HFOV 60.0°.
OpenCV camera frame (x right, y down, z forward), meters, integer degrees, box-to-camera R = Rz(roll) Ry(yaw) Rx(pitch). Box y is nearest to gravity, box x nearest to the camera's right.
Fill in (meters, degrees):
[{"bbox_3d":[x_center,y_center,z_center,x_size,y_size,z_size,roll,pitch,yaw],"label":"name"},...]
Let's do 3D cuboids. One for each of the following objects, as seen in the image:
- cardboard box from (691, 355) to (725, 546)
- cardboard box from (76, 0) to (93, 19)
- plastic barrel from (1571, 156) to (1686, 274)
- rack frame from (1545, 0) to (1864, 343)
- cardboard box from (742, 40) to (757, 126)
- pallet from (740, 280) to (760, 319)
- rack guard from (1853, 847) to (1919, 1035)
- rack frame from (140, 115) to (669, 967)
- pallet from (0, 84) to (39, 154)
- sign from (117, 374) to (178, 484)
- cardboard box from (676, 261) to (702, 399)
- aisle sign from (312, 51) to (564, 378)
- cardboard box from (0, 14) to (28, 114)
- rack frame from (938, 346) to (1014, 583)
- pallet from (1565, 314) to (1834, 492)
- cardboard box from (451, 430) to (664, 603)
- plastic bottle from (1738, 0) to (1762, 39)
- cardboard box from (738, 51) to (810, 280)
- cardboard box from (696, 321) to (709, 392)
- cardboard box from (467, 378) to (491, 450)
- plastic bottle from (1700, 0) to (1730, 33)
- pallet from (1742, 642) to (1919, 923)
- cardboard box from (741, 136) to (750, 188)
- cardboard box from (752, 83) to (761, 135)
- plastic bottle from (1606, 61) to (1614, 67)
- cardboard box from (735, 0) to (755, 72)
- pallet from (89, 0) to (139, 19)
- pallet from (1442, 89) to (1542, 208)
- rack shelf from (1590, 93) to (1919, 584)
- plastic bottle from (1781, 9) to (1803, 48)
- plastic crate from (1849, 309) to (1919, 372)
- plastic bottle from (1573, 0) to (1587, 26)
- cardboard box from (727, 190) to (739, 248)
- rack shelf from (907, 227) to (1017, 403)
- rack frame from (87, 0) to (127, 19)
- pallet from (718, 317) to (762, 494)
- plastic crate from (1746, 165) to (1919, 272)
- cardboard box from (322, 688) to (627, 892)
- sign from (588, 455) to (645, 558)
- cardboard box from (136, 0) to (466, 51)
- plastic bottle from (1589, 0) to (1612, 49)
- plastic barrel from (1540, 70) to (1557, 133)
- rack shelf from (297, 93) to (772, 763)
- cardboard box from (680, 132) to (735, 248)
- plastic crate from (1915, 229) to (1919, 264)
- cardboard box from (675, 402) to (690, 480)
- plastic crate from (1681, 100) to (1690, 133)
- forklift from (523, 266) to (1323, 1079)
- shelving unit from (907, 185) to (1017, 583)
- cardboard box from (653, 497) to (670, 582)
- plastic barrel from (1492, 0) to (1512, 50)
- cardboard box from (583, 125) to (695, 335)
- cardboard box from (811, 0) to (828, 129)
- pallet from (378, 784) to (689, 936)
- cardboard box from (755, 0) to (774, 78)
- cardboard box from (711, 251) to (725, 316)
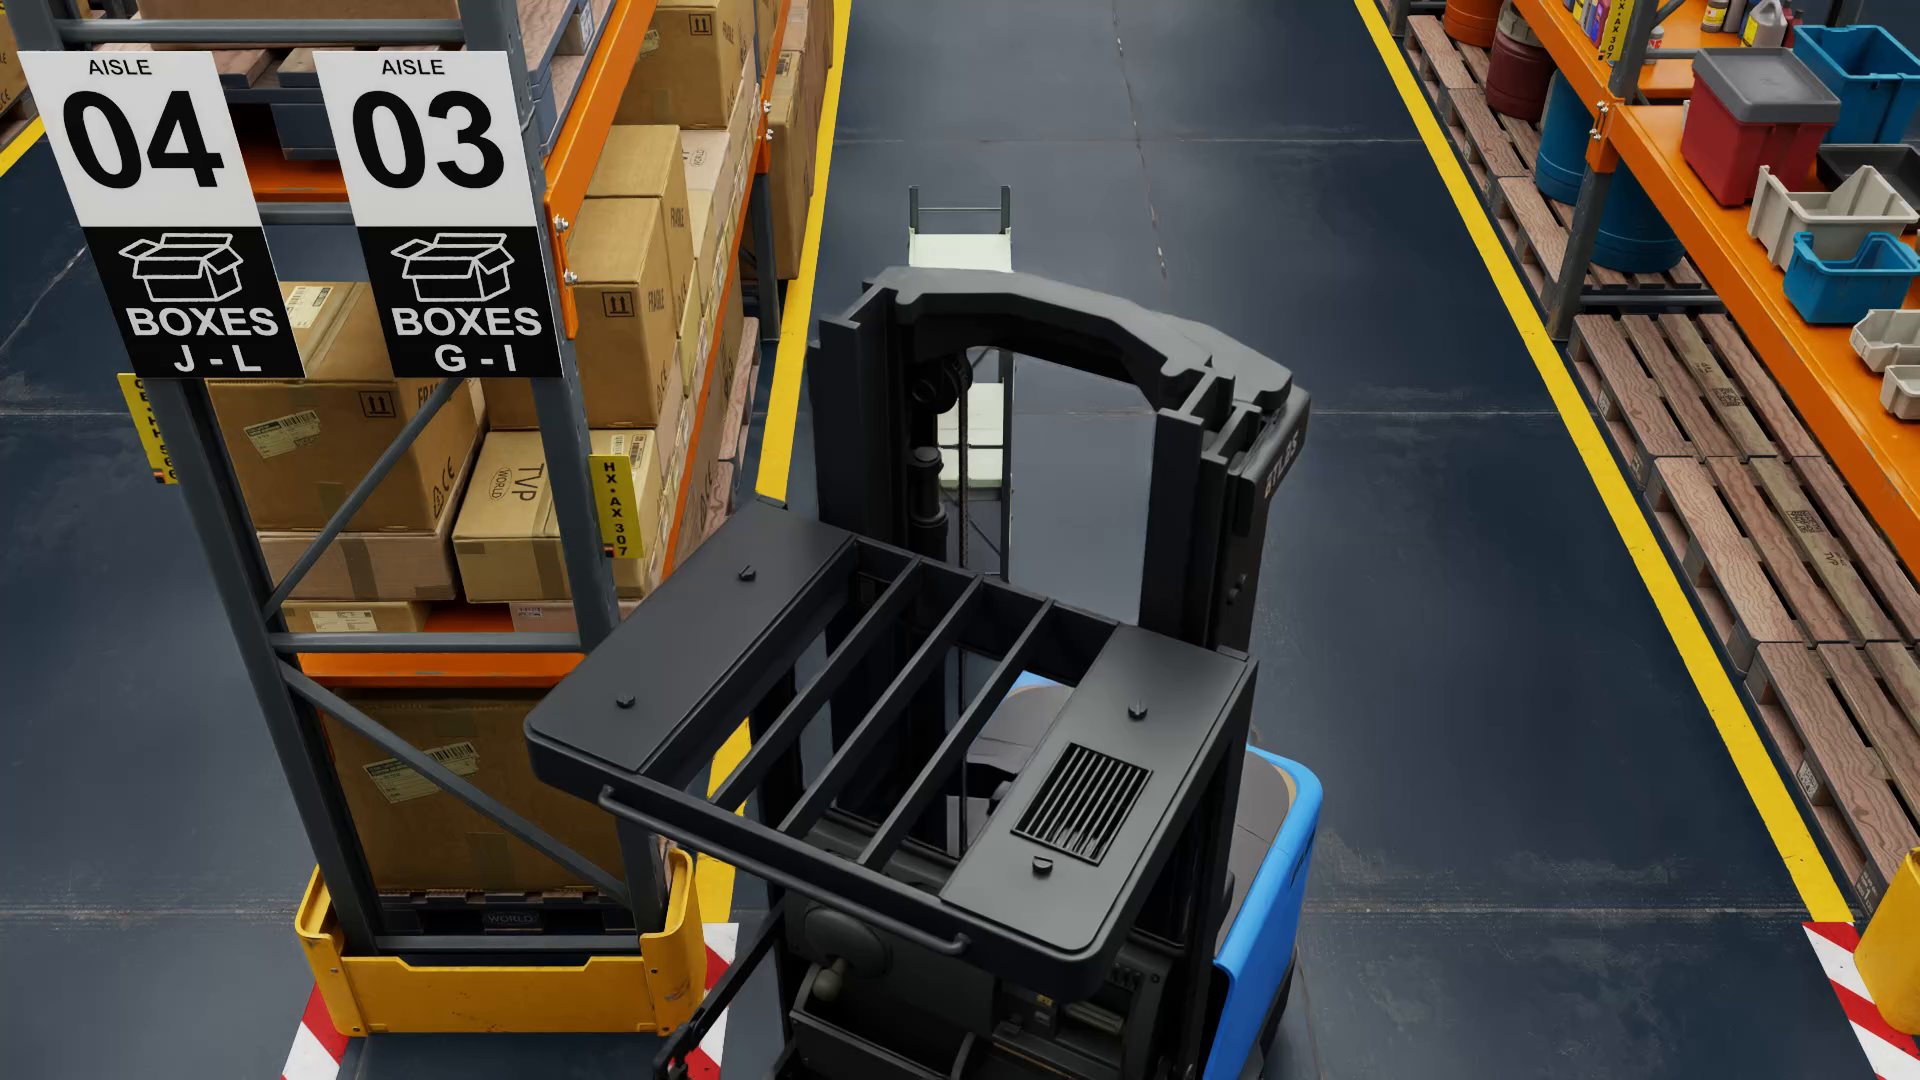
[{"bbox_3d":[-1.503,-0.577,6.935,0.875,0.875,0.875,0,39,0],"label":"cardboard box"},{"bbox_3d":[-6.128,-3.556,10.952,0.500,0.500,0.500,0,39,0],"label":"cardboard box"},{"bbox_3d":[3.544,-1.907,8.573,0.600,0.901,0.708,0,39,0],"label":"plastic barrel"},{"bbox_3d":[3.528,-2.221,7.623,1.000,3.000,0.127,0,39,0],"label":"rack frame"},{"bbox_3d":[-1.162,-1.999,7.228,0.500,0.250,0.500,-1,39,-1],"label":"cardboard box"},{"bbox_3d":[-1.501,-1.612,9.093,1.003,0.211,1.213,0,39,0],"label":"pallet"},{"bbox_3d":[3.545,1.270,5.265,1.175,0.500,0.348,0,39,0],"label":"rack guard"},{"bbox_3d":[-1.421,0.284,4.498,1.000,3.000,0.127,0,39,0],"label":"rack frame"},{"bbox_3d":[-6.392,-2.441,10.127,1.003,0.211,1.213,0,39,0],"label":"pallet"},{"bbox_3d":[-1.963,-0.269,4.072,0.100,0.325,0.005,0,39,0],"label":"sign"},{"bbox_3d":[-1.155,-0.714,5.624,0.500,0.250,0.500,-1,39,-2],"label":"cardboard box"},{"bbox_3d":[-1.120,-0.686,3.629,0.394,0.787,0.004,0,39,0],"label":"aisle sign"},{"bbox_3d":[-6.114,-2.901,10.134,0.500,0.500,0.500,-2,39,-2],"label":"cardboard box"},{"bbox_3d":[0.000,-0.361,6.501,0.400,1.500,0.023,0,39,0],"label":"rack frame"},{"bbox_3d":[3.567,-0.673,7.922,1.003,0.211,1.213,0,39,0],"label":"pallet"},{"bbox_3d":[-1.151,-0.074,4.826,0.500,0.250,0.500,-1,39,-1],"label":"cardboard box"},{"bbox_3d":[3.935,-2.617,8.220,0.097,0.271,0.097,0,39,0],"label":"plastic bottle"},{"bbox_3d":[-1.446,-1.953,8.651,1.225,0.875,0.875,0,39,0],"label":"cardboard box"},{"bbox_3d":[-1.095,-0.645,5.857,0.380,0.149,0.250,0,39,-1],"label":"cardboard box"},{"bbox_3d":[-1.686,-0.394,5.225,0.500,0.250,0.500,-1,39,-1],"label":"cardboard box"},{"bbox_3d":[3.783,-2.651,8.318,0.097,0.201,0.097,0,39,0],"label":"plastic bottle"},{"bbox_3d":[3.570,0.852,6.018,1.003,0.211,1.213,0,39,0],"label":"pallet"},{"bbox_3d":[-1.097,-1.608,7.059,0.380,0.149,0.250,-1,39,-1],"label":"cardboard box"},{"bbox_3d":[-1.097,-1.929,7.460,0.380,0.149,0.250,0,39,0],"label":"cardboard box"},{"bbox_3d":[3.204,-2.419,7.969,0.152,0.276,0.135,0,39,0],"label":"plastic bottle"},{"bbox_3d":[-1.157,-2.281,6.980,0.500,0.500,0.500,1,39,1],"label":"cardboard box"},{"bbox_3d":[-6.315,-4.184,12.302,1.003,0.211,1.213,0,39,0],"label":"pallet"},{"bbox_3d":[3.564,-2.381,10.052,1.003,0.211,1.213,0,39,0],"label":"pallet"},{"bbox_3d":[3.530,-0.690,6.288,1.077,0.370,4.000,0,39,0],"label":"rack shelf"},{"bbox_3d":[3.954,-2.405,7.946,0.061,0.283,0.133,0,39,0],"label":"plastic bottle"},{"bbox_3d":[3.321,-0.691,5.876,0.298,0.136,0.250,0,39,0],"label":"plastic crate"},{"bbox_3d":[3.200,-2.777,8.356,0.144,0.351,0.185,0,39,0],"label":"plastic bottle"},{"bbox_3d":[-1.096,-1.286,6.657,0.380,0.149,0.250,1,39,1],"label":"cardboard box"},{"bbox_3d":[0.000,-0.894,6.542,0.431,0.370,0.720,0,39,0],"label":"rack shelf"},{"bbox_3d":[-6.390,-4.779,10.815,1.000,3.000,0.127,0,39,0],"label":"rack frame"},{"bbox_3d":[-1.502,-0.654,7.897,1.003,0.211,1.213,0,39,0],"label":"pallet"},{"bbox_3d":[3.345,-1.244,6.450,0.437,0.282,0.530,0,39,0],"label":"plastic crate"},{"bbox_3d":[-1.501,0.549,5.530,0.875,0.875,0.875,0,39,0],"label":"cardboard box"},{"bbox_3d":[-0.866,-0.082,4.198,0.100,0.325,0.005,0,39,0],"label":"sign"},{"bbox_3d":[-1.475,-1.454,3.771,0.700,0.500,0.500,-2,39,-3],"label":"cardboard box"},{"bbox_3d":[3.158,-2.567,8.148,0.061,0.283,0.133,0,39,0],"label":"plastic bottle"},{"bbox_3d":[3.632,-2.551,9.688,0.421,0.512,0.421,0,39,0],"label":"plastic barrel"},{"bbox_3d":[-1.423,-0.686,6.283,1.077,0.370,4.000,0,39,0],"label":"rack shelf"},{"bbox_3d":[-1.158,-1.357,6.426,0.500,0.250,0.500,1,39,1],"label":"cardboard box"},{"bbox_3d":[3.830,-1.053,6.328,0.293,0.136,0.466,0,39,0],"label":"plastic crate"},{"bbox_3d":[-1.095,-0.324,5.457,0.380,0.149,0.250,-1,39,-1],"label":"cardboard box"},{"bbox_3d":[3.385,-1.851,7.324,0.396,0.136,0.243,0,39,0],"label":"plastic crate"},{"bbox_3d":[-0.080,1.027,3.624,1.130,2.935,3.031,18,42,21],"label":"forklift"},{"bbox_3d":[0.000,-0.589,6.786,0.431,1.500,0.755,0,39,0],"label":"shelving unit"},{"bbox_3d":[-1.093,-0.001,5.054,0.380,0.149,0.250,-1,39,-1],"label":"cardboard box"},{"bbox_3d":[3.631,-3.257,10.569,0.421,0.512,0.421,0,39,0],"label":"plastic barrel"},{"bbox_3d":[-1.158,-1.004,5.386,0.500,0.500,0.500,-1,39,-1],"label":"cardboard box"},{"bbox_3d":[-1.456,-3.065,10.039,1.225,0.875,0.875,0,39,0],"label":"cardboard box"},{"bbox_3d":[-1.500,0.872,5.993,1.003,0.211,1.213,0,39,0],"label":"pallet"},{"bbox_3d":[-1.176,-2.545,7.947,0.500,0.500,0.500,0,39,0],"label":"cardboard box"},{"bbox_3d":[-1.096,-0.967,6.258,0.380,0.149,0.250,1,39,1],"label":"cardboard box"}]
